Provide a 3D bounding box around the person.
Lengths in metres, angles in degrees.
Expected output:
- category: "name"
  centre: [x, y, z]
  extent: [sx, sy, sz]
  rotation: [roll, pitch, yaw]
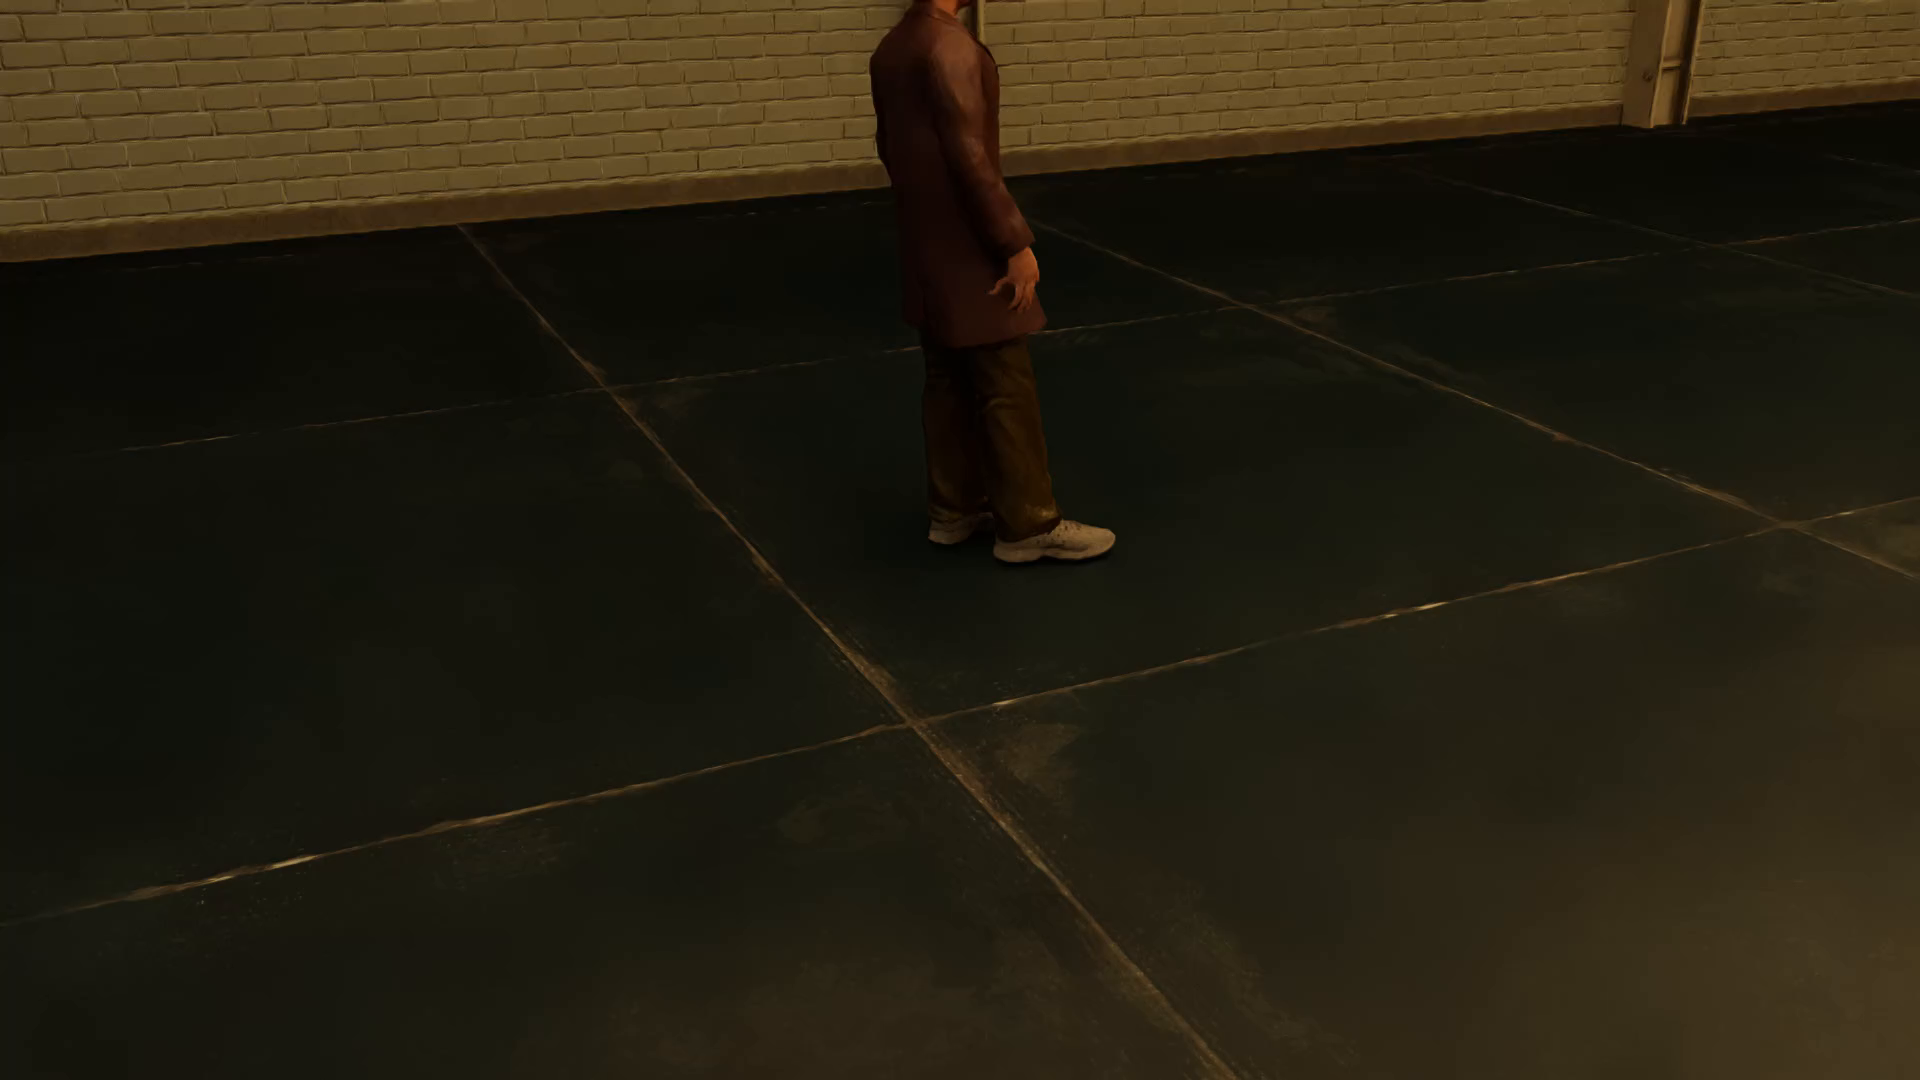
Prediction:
- category: "person"
  centre: [0.085, -0.841, 4.795]
  extent: [0.580, 1.776, 0.694]
  rotation: [-10, 25, -23]
